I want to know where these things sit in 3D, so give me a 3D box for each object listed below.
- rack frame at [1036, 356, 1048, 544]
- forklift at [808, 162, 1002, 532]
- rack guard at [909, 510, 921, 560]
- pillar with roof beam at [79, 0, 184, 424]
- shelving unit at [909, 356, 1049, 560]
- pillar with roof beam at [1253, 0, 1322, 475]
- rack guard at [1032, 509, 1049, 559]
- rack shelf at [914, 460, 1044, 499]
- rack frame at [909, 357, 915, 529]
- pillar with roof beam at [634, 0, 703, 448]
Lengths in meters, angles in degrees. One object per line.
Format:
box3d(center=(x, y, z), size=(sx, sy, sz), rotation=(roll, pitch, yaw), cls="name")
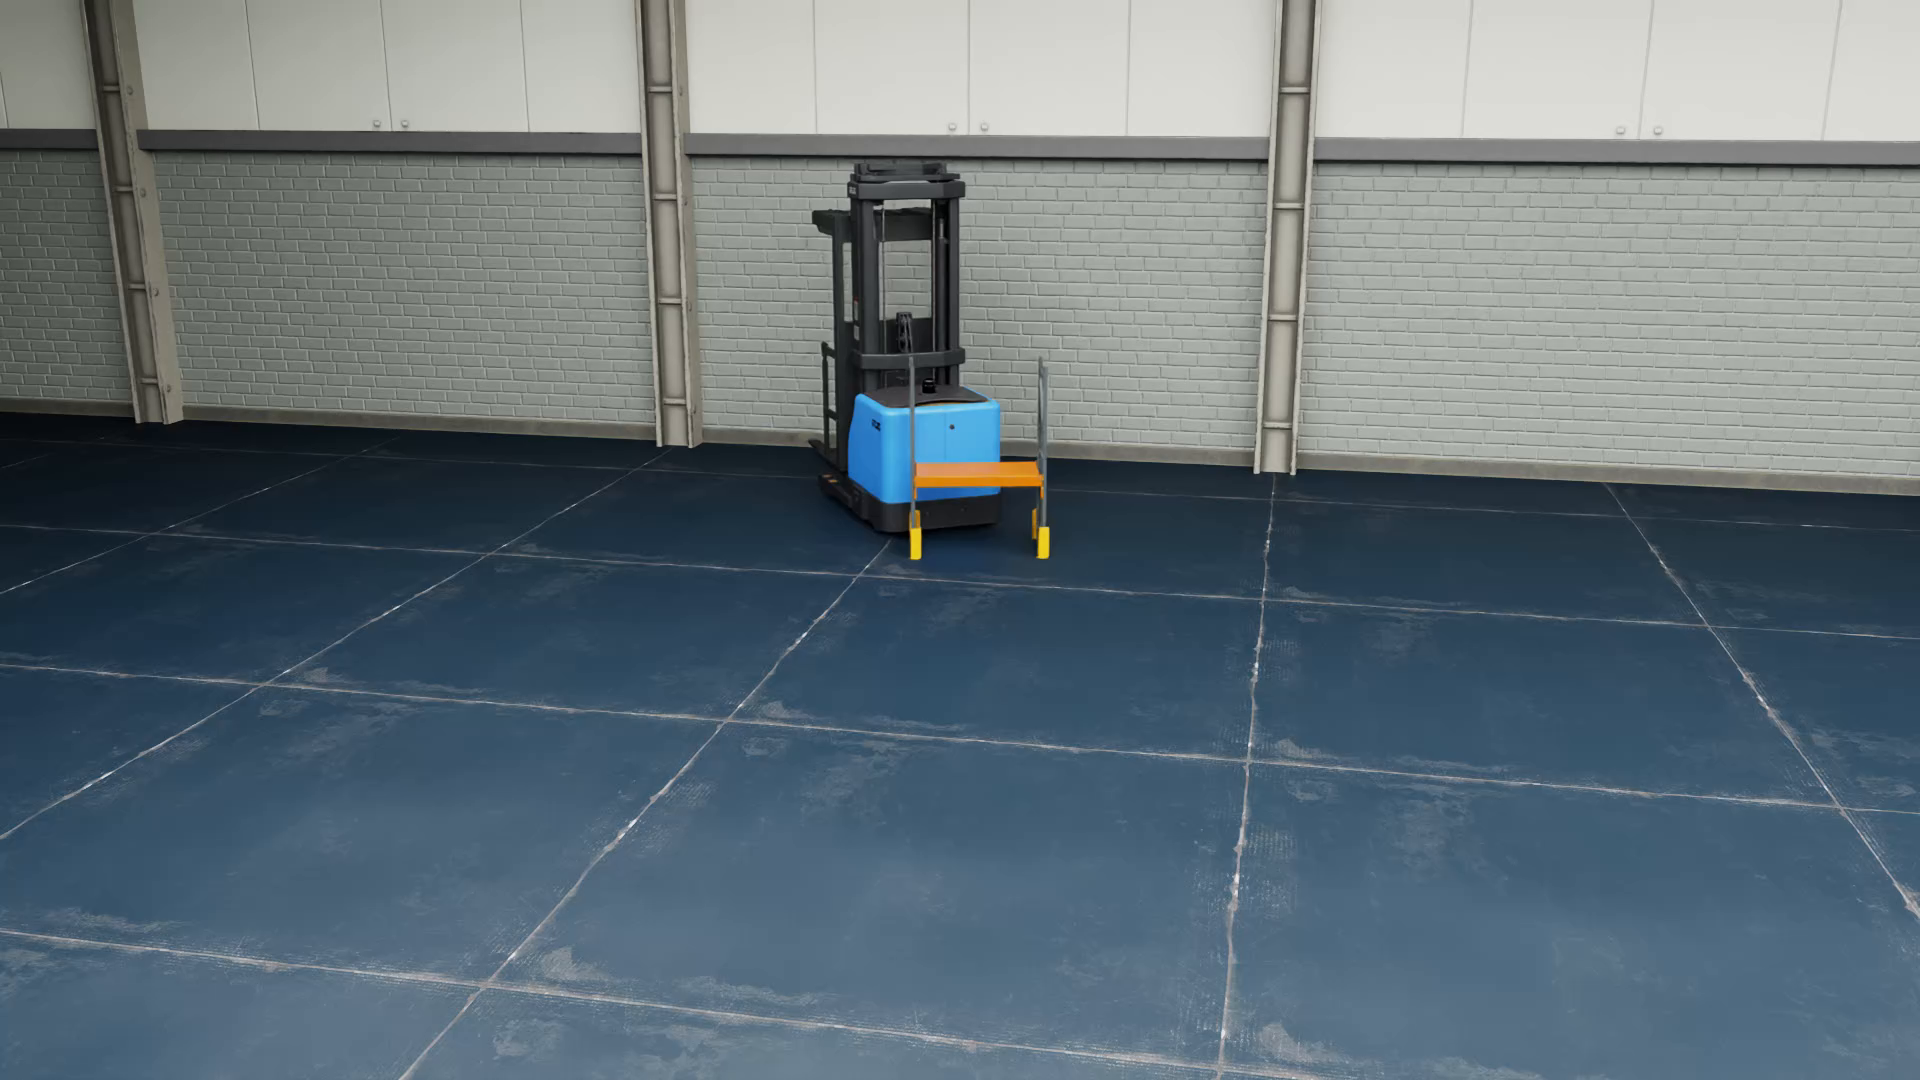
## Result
box3d(center=(0.642, -0.656, 13.050), size=(0.032, 1.500, 0.500), rotation=(-1, 15, -2), cls="rack frame")
box3d(center=(-0.639, -1.823, 14.582), size=(1.130, 2.935, 3.031), rotation=(-6, 16, -19), cls="forklift")
box3d(center=(-0.354, -0.043, 13.178), size=(0.087, 0.250, 0.587), rotation=(-1, 15, -2), cls="rack guard")
box3d(center=(-9.607, -4.514, 12.931), size=(0.400, 9.000, 9.100), rotation=(3, 16, 11), cls="pillar with roof beam")
box3d(center=(0.143, -0.650, 13.031), size=(1.083, 1.500, 0.587), rotation=(-1, 15, -2), cls="shelving unit")
box3d(center=(2.153, -3.876, 10.627), size=(0.400, 9.000, 9.100), rotation=(3, 16, 11), cls="pillar with roof beam")
box3d(center=(0.641, -0.054, 13.217), size=(0.087, 0.250, 0.587), rotation=(-1, 15, -2), cls="rack guard")
box3d(center=(0.134, -0.477, 13.078), size=(1.000, 0.185, 0.538), rotation=(-1, 15, -2), cls="rack shelf")
box3d(center=(-0.374, -0.645, 13.010), size=(0.032, 1.500, 0.500), rotation=(-1, 15, -2), cls="rack frame")
box3d(center=(-3.727, -4.195, 11.779), size=(0.400, 9.000, 9.100), rotation=(3, 16, 11), cls="pillar with roof beam")
